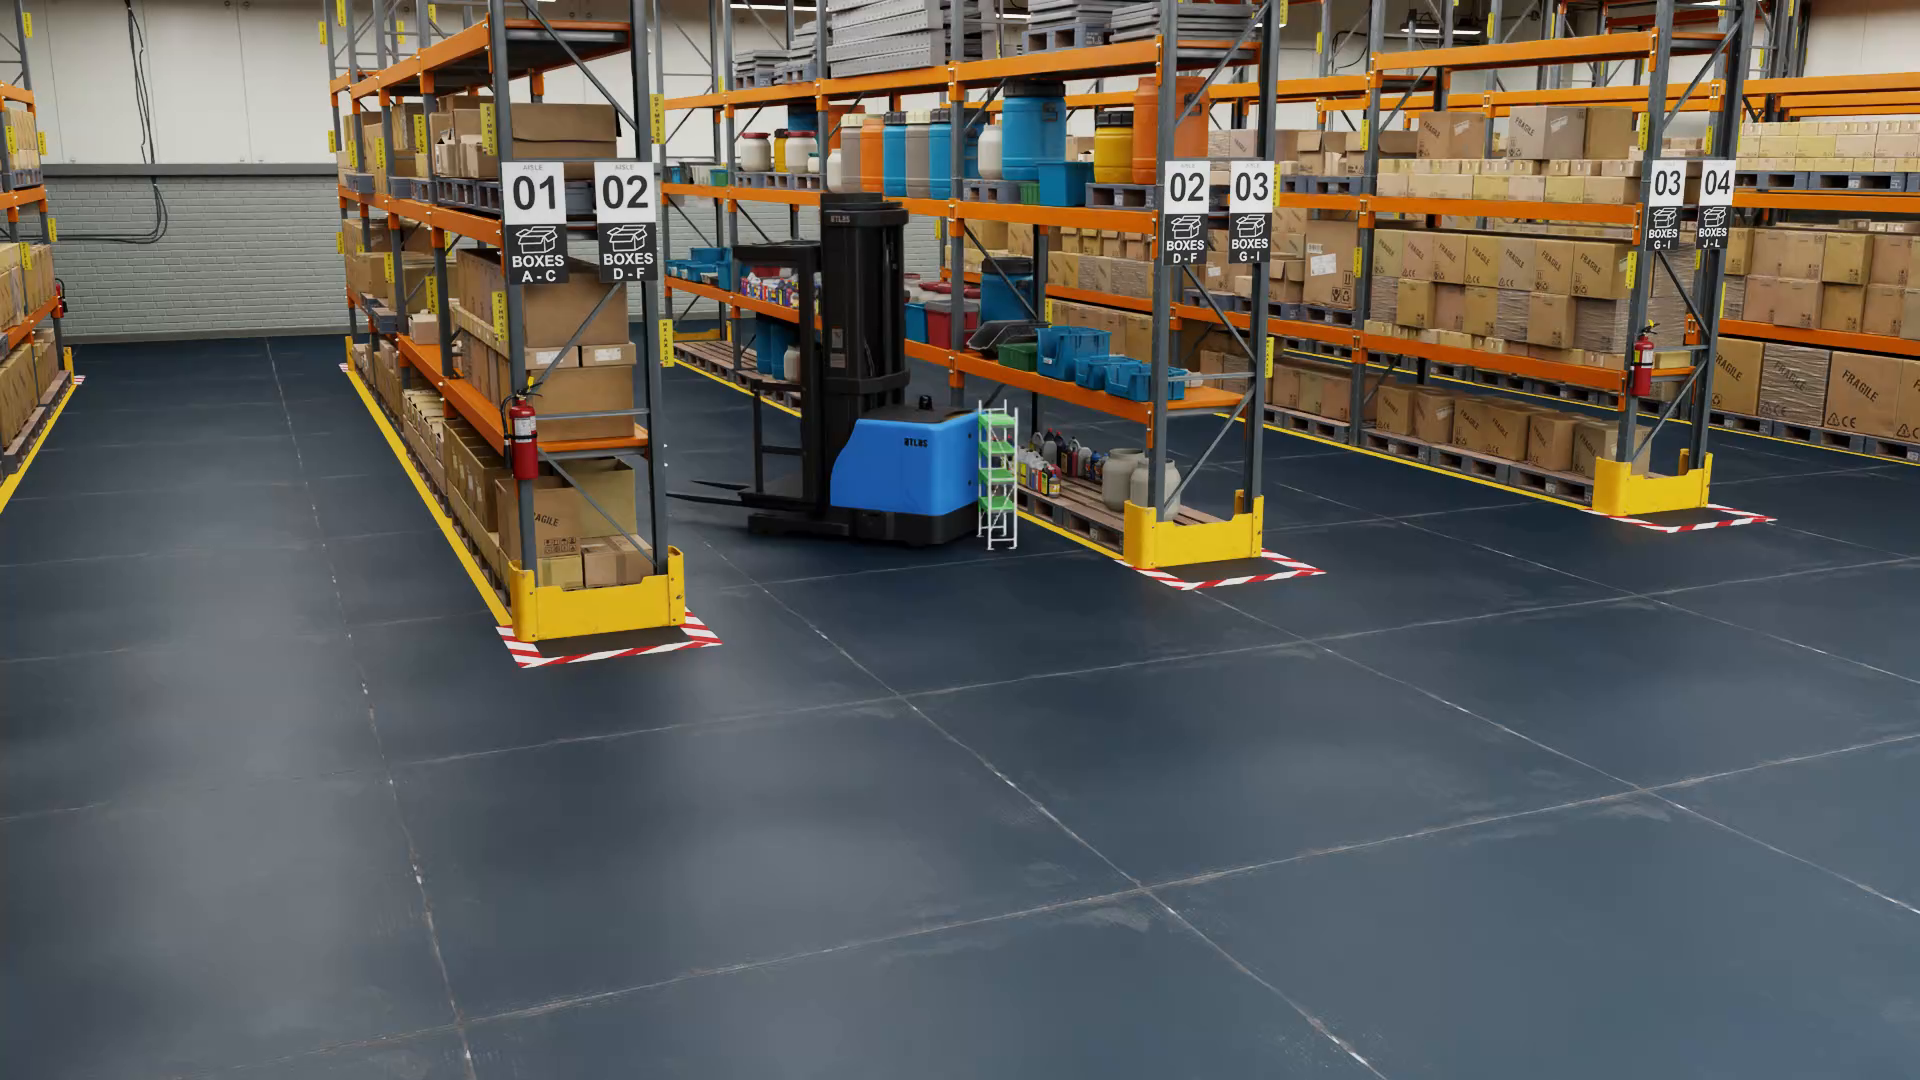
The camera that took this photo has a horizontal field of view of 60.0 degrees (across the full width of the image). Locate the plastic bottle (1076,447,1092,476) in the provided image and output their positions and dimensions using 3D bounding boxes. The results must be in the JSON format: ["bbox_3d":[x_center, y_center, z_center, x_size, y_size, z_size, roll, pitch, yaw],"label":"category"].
[{"bbox_3d":[1.181,-0.767,16.094,0.152,0.276,0.135,-5,14,-22],"label":"plastic bottle"}]

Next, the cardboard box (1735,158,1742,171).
[{"bbox_3d":[9.349,-4.487,19.858,0.380,0.149,0.250,-6,14,-24],"label":"cardboard box"}]

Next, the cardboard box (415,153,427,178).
[{"bbox_3d":[-5.518,-4.011,17.795,0.500,0.250,0.500,-7,15,-27],"label":"cardboard box"}]

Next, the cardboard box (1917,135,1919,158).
[{"bbox_3d":[10.465,-4.140,17.475,0.500,0.250,0.500,-6,14,-23],"label":"cardboard box"}]

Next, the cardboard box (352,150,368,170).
[{"bbox_3d":[-7.797,-5.041,22.068,0.500,0.250,0.500,-6,14,-23],"label":"cardboard box"}]

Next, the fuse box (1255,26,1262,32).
[{"bbox_3d":[6.702,-11.564,37.282,0.513,0.334,0.176,-6,14,-23],"label":"fuse box"}]

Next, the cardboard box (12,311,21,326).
[{"bbox_3d":[-11.151,-2.571,19.338,0.380,0.149,0.250,-6,14,-23],"label":"cardboard box"}]

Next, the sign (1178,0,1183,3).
[{"bbox_3d":[2.820,-6.804,21.390,0.100,0.325,0.005,-6,14,-23],"label":"sign"}]

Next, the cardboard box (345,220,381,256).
[{"bbox_3d":[-8.803,-4.472,24.601,0.500,0.500,0.500,-5,14,-22],"label":"cardboard box"}]

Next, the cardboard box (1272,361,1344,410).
[{"bbox_3d":[4.305,-1.915,20.560,0.700,0.500,0.500,-7,15,-28],"label":"cardboard box"}]

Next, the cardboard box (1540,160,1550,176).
[{"bbox_3d":[5.821,-3.582,15.991,0.380,0.149,0.250,-5,14,-22],"label":"cardboard box"}]

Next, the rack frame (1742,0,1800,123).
[{"bbox_3d":[12.407,-7.218,25.600,1.000,3.000,0.127,-6,14,-23],"label":"rack frame"}]

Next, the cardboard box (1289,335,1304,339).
[{"bbox_3d":[5.841,-3.520,28.316,0.380,0.149,0.250,-5,14,-22],"label":"cardboard box"}]

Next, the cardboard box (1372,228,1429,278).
[{"bbox_3d":[4.877,-3.139,18.180,0.500,0.500,0.500,-6,14,-23],"label":"cardboard box"}]

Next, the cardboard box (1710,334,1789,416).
[{"bbox_3d":[9.703,-2.034,20.287,0.875,0.875,0.875,-5,14,-22],"label":"cardboard box"}]

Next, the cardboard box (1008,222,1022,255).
[{"bbox_3d":[1.099,-4.839,26.633,0.500,0.500,0.500,-5,14,-22],"label":"cardboard box"}]

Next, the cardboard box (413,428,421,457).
[{"bbox_3d":[-5.394,-1.026,17.317,0.500,0.250,0.500,-6,14,-24],"label":"cardboard box"}]

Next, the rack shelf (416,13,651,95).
[{"bbox_3d":[-3.348,-3.644,12.640,1.077,0.370,4.000,-6,14,-23],"label":"rack shelf"}]

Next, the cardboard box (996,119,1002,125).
[{"bbox_3d":[0.923,-6.764,27.251,0.500,0.250,0.500,-6,14,-25],"label":"cardboard box"}]

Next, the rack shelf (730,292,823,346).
[{"bbox_3d":[-2.012,-3.016,22.343,1.077,0.370,4.000,-6,14,-23],"label":"rack shelf"}]

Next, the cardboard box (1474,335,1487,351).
[{"bbox_3d":[5.495,-2.024,17.018,0.380,0.149,0.250,-6,14,-23],"label":"cardboard box"}]

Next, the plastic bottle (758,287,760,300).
[{"bbox_3d":[-2.731,-3.410,22.893,0.097,0.201,0.097,0,13,0],"label":"plastic bottle"}]

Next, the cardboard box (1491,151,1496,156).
[{"bbox_3d":[7.451,-5.433,24.316,0.500,0.500,0.500,-6,14,-23],"label":"cardboard box"}]

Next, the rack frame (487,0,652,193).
[{"bbox_3d":[-2.546,-3.776,10.729,1.000,3.000,0.127,-6,14,-23],"label":"rack frame"}]

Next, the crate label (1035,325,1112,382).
[{"bbox_3d":[1.009,-1.673,14.868,0.502,0.435,0.616,-6,14,-23],"label":"crate label"}]

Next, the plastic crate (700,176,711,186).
[{"bbox_3d":[-3.671,-5.341,24.725,0.293,0.136,0.466,-6,14,-23],"label":"plastic crate"}]

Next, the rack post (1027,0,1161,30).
[{"bbox_3d":[1.189,-4.584,14.384,0.937,0.300,0.954,-6,14,-24],"label":"rack post"}]

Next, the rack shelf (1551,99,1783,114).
[{"bbox_3d":[11.606,-7.086,27.512,1.077,0.370,4.000,-6,14,-23],"label":"rack shelf"}]

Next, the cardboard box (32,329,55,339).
[{"bbox_3d":[-12.903,-2.868,23.283,0.380,0.149,0.250,-6,14,-24],"label":"cardboard box"}]

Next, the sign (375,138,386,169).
[{"bbox_3d":[-6.249,-4.171,17.940,0.100,0.325,0.005,-6,14,-23],"label":"sign"}]

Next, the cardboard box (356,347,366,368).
[{"bbox_3d":[-8.597,-2.689,24.459,0.500,0.250,0.500,-6,14,-23],"label":"cardboard box"}]

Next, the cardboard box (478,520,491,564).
[{"bbox_3d":[-3.445,-0.008,12.918,0.500,0.250,0.500,-6,14,-23],"label":"cardboard box"}]

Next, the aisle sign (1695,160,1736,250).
[{"bbox_3d":[6.832,-3.028,15.036,0.394,0.787,0.004,-6,14,-23],"label":"aisle sign"}]

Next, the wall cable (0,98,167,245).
[{"bbox_3d":[-15.431,-6.322,28.613,3.097,2.526,0.112,-6,14,-23],"label":"wall cable"}]

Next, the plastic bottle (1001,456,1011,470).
[{"bbox_3d":[0.438,-0.736,15.948,0.061,0.283,0.133,-5,14,-20],"label":"plastic bottle"}]

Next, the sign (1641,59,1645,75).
[{"bbox_3d":[14.266,-9.898,34.757,0.100,0.325,0.005,-6,14,-23],"label":"sign"}]

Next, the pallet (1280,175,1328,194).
[{"bbox_3d":[4.362,-4.295,20.039,1.213,0.211,1.003,-6,14,-23],"label":"pallet"}]

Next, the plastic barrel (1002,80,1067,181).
[{"bbox_3d":[0.692,-3.821,15.533,0.600,0.901,0.708,-6,14,-23],"label":"plastic barrel"}]

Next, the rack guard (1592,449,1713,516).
[{"bbox_3d":[6.501,-0.545,15.617,1.175,0.500,0.348,-6,14,-23],"label":"rack guard"}]

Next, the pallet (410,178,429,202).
[{"bbox_3d":[-4.947,-3.513,16.661,1.003,0.211,1.213,-5,14,-20],"label":"pallet"}]

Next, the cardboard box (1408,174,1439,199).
[{"bbox_3d":[5.092,-3.737,17.545,0.500,0.250,0.500,-6,14,-23],"label":"cardboard box"}]

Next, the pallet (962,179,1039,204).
[{"bbox_3d":[0.770,-3.356,15.983,1.213,0.211,1.003,-6,14,-23],"label":"pallet"}]

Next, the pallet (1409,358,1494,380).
[{"bbox_3d":[7.601,-2.630,25.267,1.003,0.211,1.213,-6,14,-23],"label":"pallet"}]

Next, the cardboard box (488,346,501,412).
[{"bbox_3d":[-3.344,-1.319,13.196,0.700,0.500,0.500,-5,14,-21],"label":"cardboard box"}]

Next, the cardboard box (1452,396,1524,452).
[{"bbox_3d":[5.610,-1.236,17.668,0.500,0.500,0.500,-7,15,-28],"label":"cardboard box"}]

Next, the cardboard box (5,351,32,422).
[{"bbox_3d":[-11.152,-1.736,19.054,0.750,0.750,0.750,-5,14,-21],"label":"cardboard box"}]

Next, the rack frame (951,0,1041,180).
[{"bbox_3d":[0.391,-5.049,16.229,1.000,3.000,0.127,-6,14,-23],"label":"rack frame"}]

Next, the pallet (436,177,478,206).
[{"bbox_3d":[-3.783,-2.924,13.896,1.003,0.211,1.213,-6,14,-23],"label":"pallet"}]

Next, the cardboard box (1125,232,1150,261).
[{"bbox_3d":[2.791,-4.225,23.527,0.797,0.503,0.637,-5,14,-22],"label":"cardboard box"}]

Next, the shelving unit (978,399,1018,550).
[{"bbox_3d":[0.319,-0.560,14.128,0.258,1.200,0.503,-2,13,-9],"label":"shelving unit"}]

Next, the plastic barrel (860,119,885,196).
[{"bbox_3d":[-0.819,-4.299,18.688,0.600,0.830,0.708,-6,14,-23],"label":"plastic barrel"}]

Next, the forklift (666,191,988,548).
[{"bbox_3d":[-1.303,-1.568,14.646,3.031,2.935,1.130,6,14,25],"label":"forklift"}]

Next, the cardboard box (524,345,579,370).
[{"bbox_3d":[-2.874,-1.280,11.587,0.380,0.149,0.250,-6,14,-24],"label":"cardboard box"}]

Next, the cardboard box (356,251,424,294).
[{"bbox_3d":[-7.368,-3.468,21.548,0.700,0.500,0.500,-12,18,-42],"label":"cardboard box"}]
